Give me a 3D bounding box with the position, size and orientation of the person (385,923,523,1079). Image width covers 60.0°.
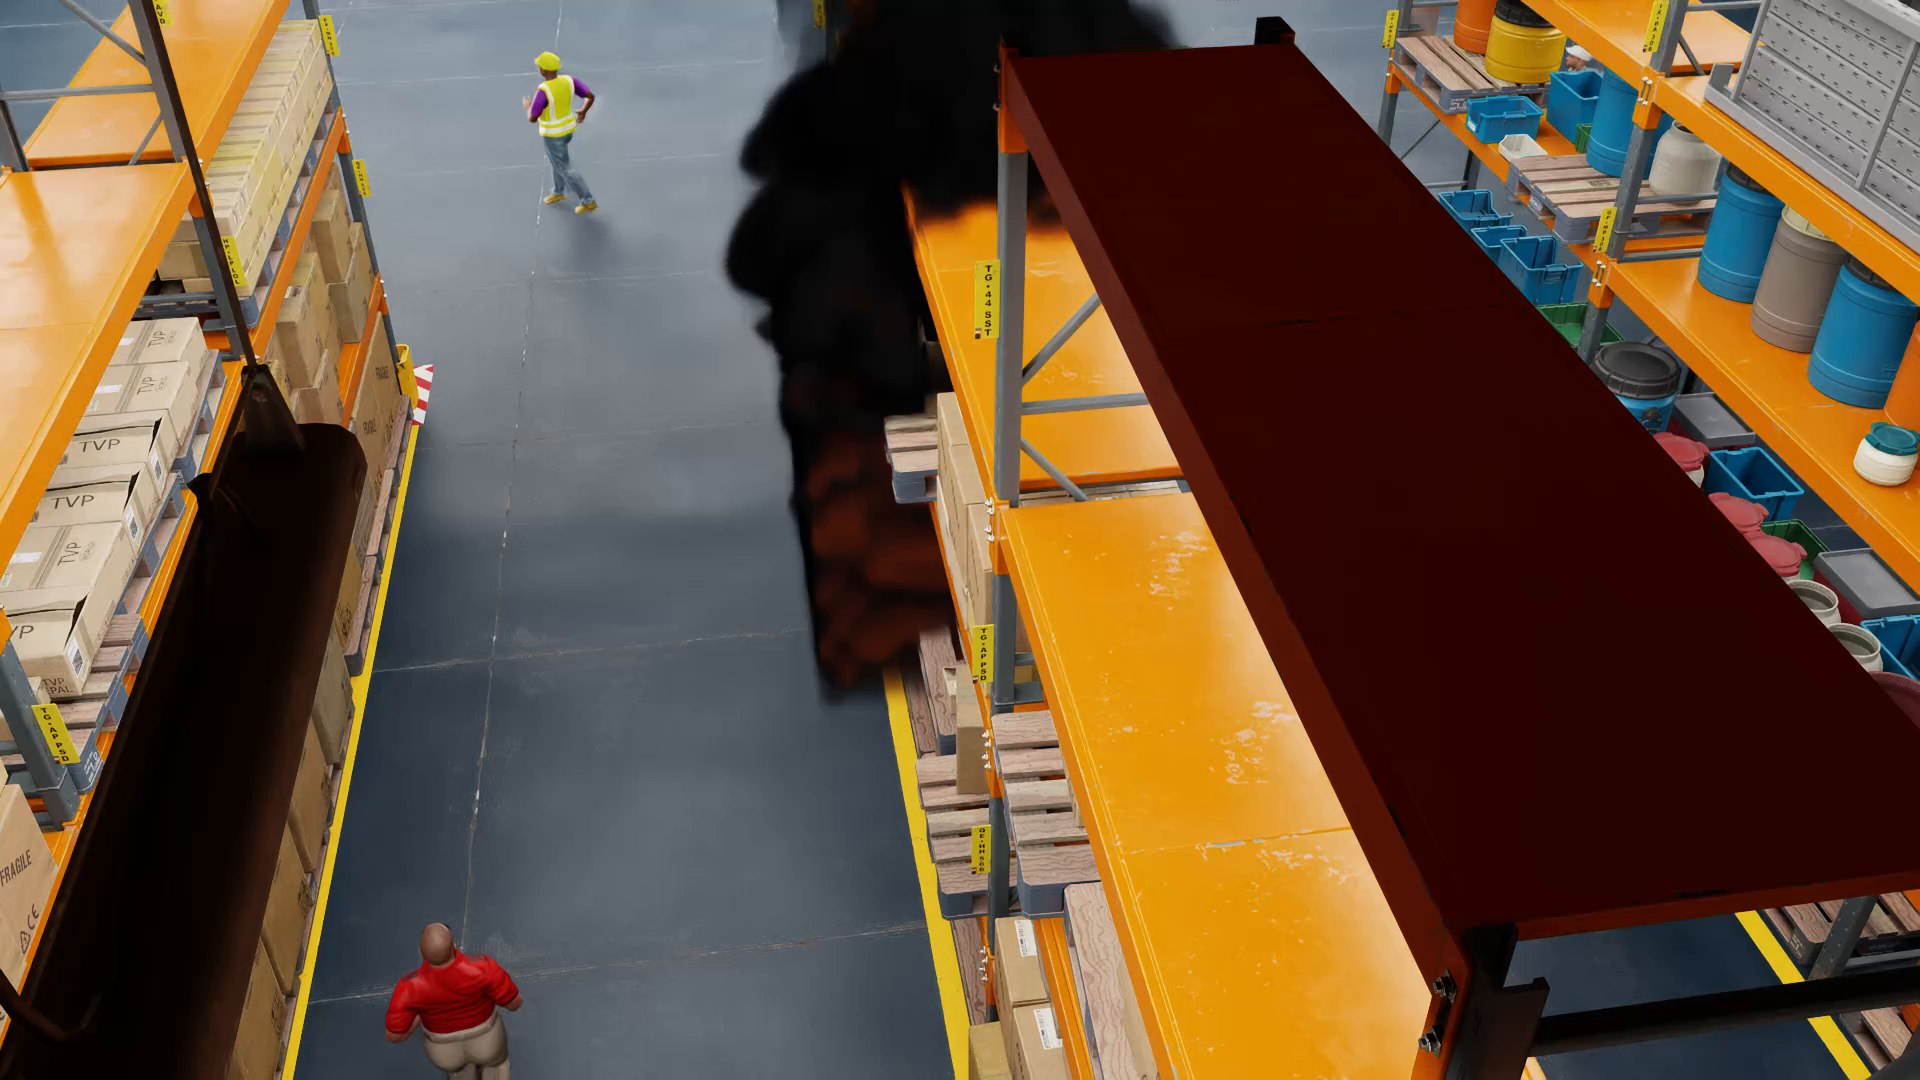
[{"bbox_3d":[-2.545,2.585,8.530,0.670,1.691,0.655,-11,38,-15],"label":"person"}]

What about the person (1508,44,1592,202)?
[{"bbox_3d":[6.598,-4.490,18.002,0.964,1.801,0.659,7,37,10],"label":"person"}]

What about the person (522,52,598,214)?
[{"bbox_3d":[-4.310,-4.360,17.870,0.876,1.802,0.685,17,39,21],"label":"person"}]
